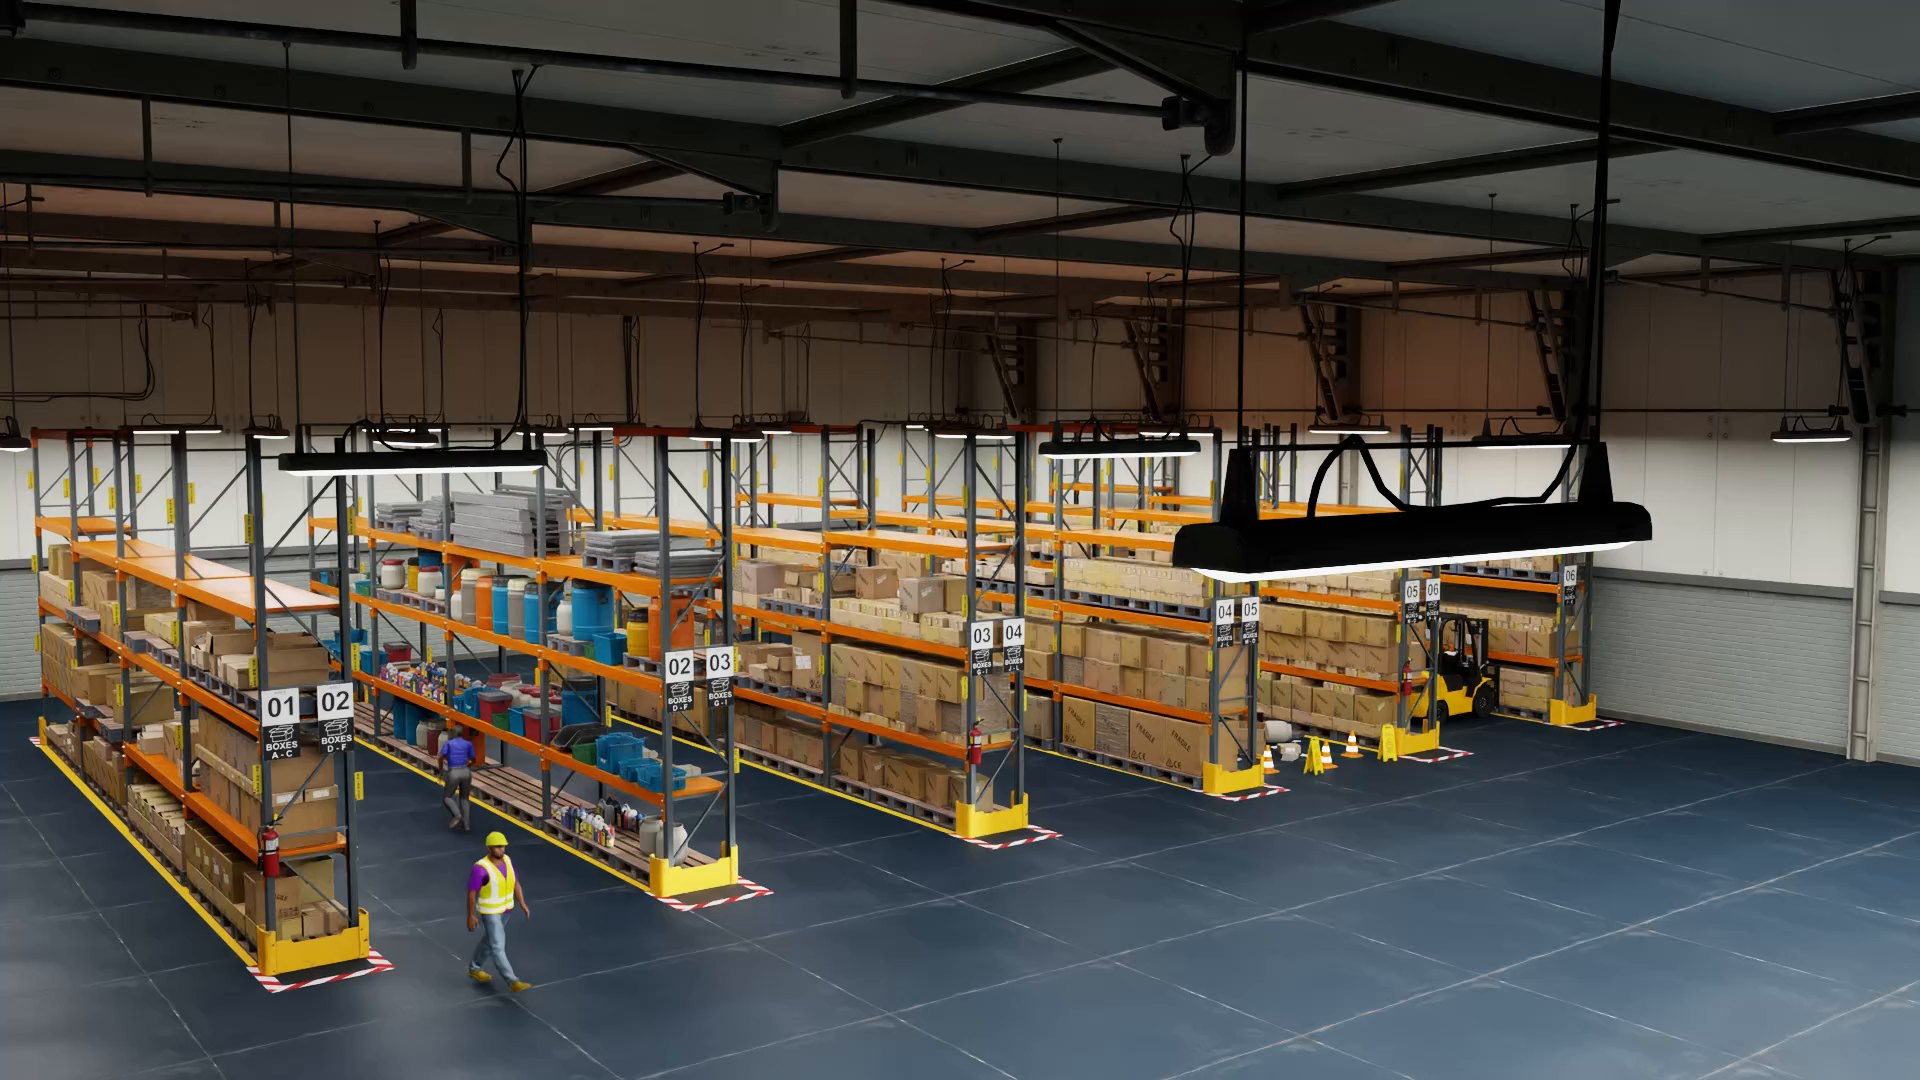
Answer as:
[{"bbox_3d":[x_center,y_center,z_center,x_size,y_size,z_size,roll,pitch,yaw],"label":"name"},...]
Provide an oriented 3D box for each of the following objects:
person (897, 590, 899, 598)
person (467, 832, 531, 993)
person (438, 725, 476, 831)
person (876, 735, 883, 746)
[{"bbox_3d":[-1.526,2.153,41.788,0.589,1.785,0.461,-4,6,-39],"label":"person"},{"bbox_3d":[-4.986,4.025,18.109,1.082,1.699,0.590,2,5,24],"label":"person"},{"bbox_3d":[-7.619,3.588,25.203,0.586,1.546,0.718,-3,5,-34],"label":"person"},{"bbox_3d":[-1.580,3.045,31.500,0.583,1.660,0.529,-4,6,-40],"label":"person"}]
